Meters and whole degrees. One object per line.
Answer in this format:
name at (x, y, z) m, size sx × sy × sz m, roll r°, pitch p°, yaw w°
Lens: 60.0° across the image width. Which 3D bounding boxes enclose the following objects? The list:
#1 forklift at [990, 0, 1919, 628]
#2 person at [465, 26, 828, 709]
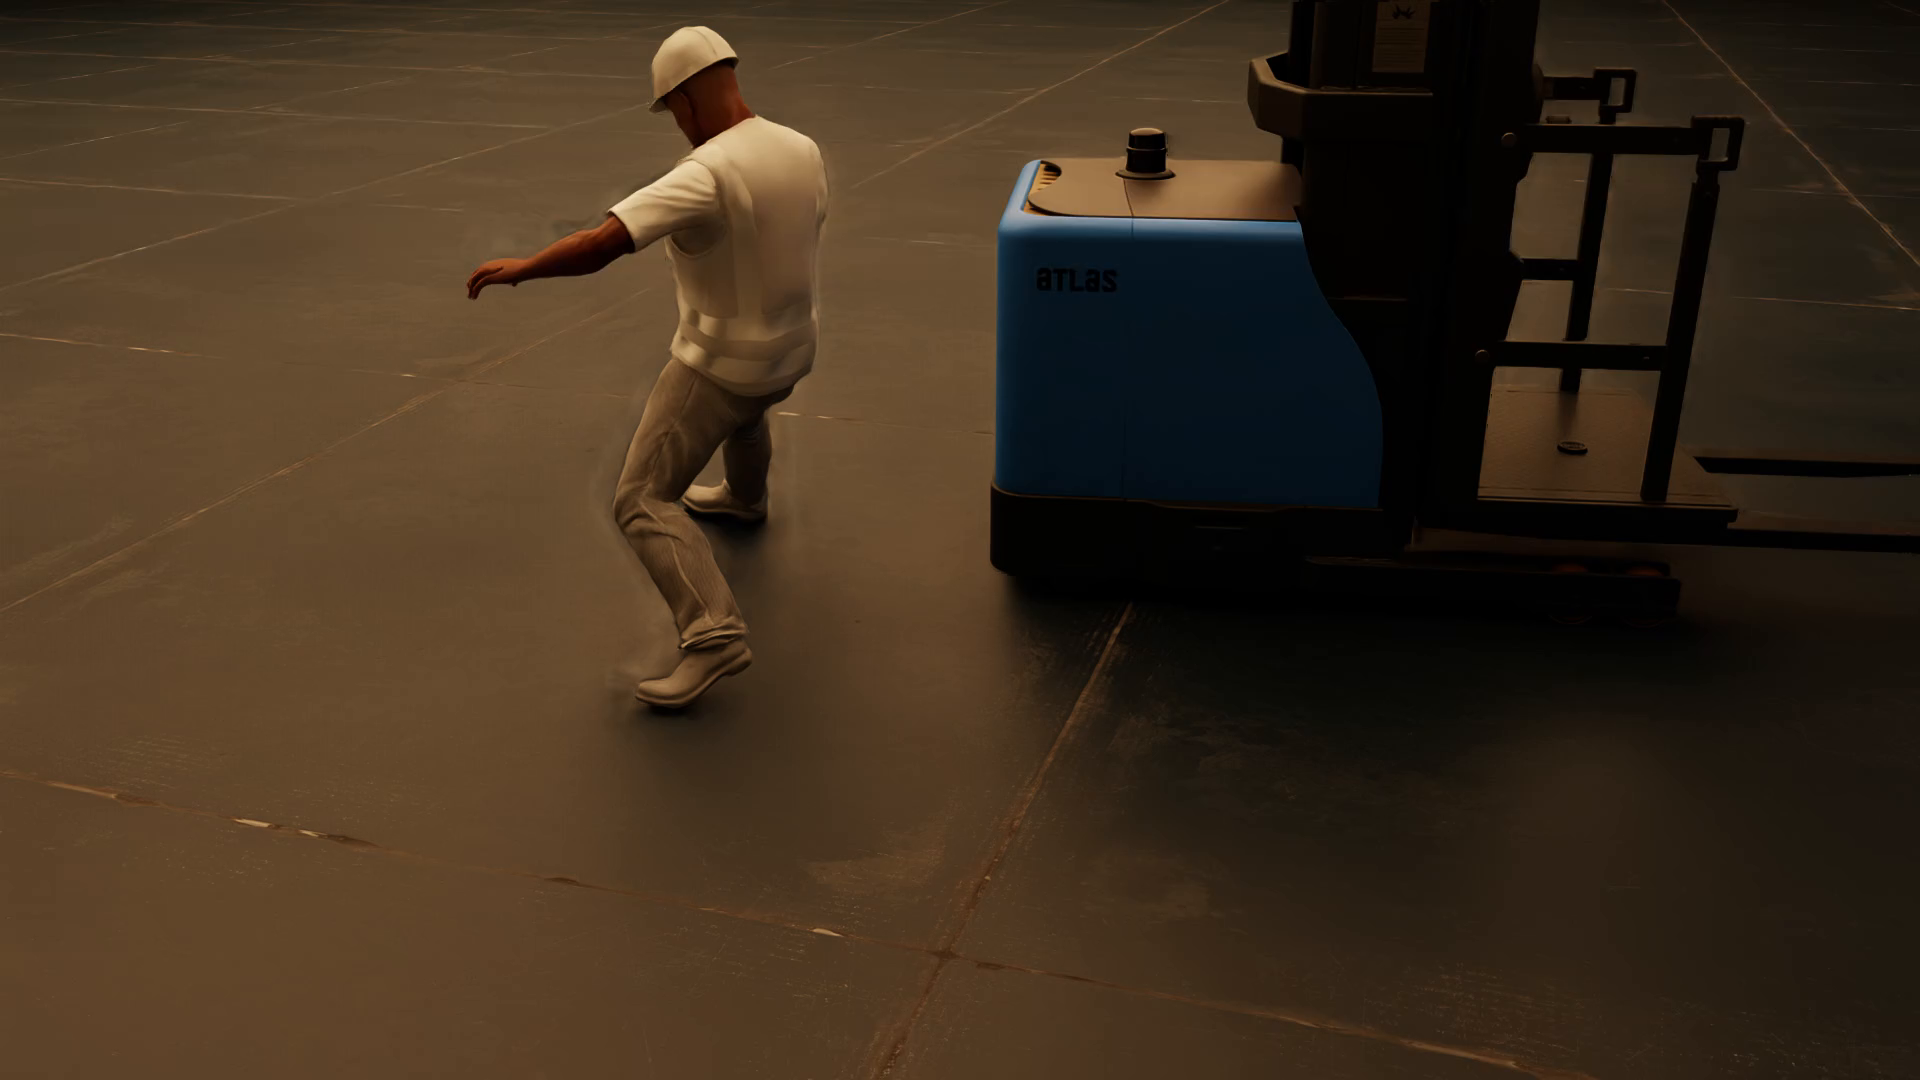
forklift at (1.639, -1.328, 4.497) m, size 3.031 × 2.935 × 1.130 m, roll 2°, pitch 23°, yaw 6°
person at (-0.739, -0.556, 4.428) m, size 0.956 × 1.558 × 1.236 m, roll 12°, pitch 25°, yaw 27°
